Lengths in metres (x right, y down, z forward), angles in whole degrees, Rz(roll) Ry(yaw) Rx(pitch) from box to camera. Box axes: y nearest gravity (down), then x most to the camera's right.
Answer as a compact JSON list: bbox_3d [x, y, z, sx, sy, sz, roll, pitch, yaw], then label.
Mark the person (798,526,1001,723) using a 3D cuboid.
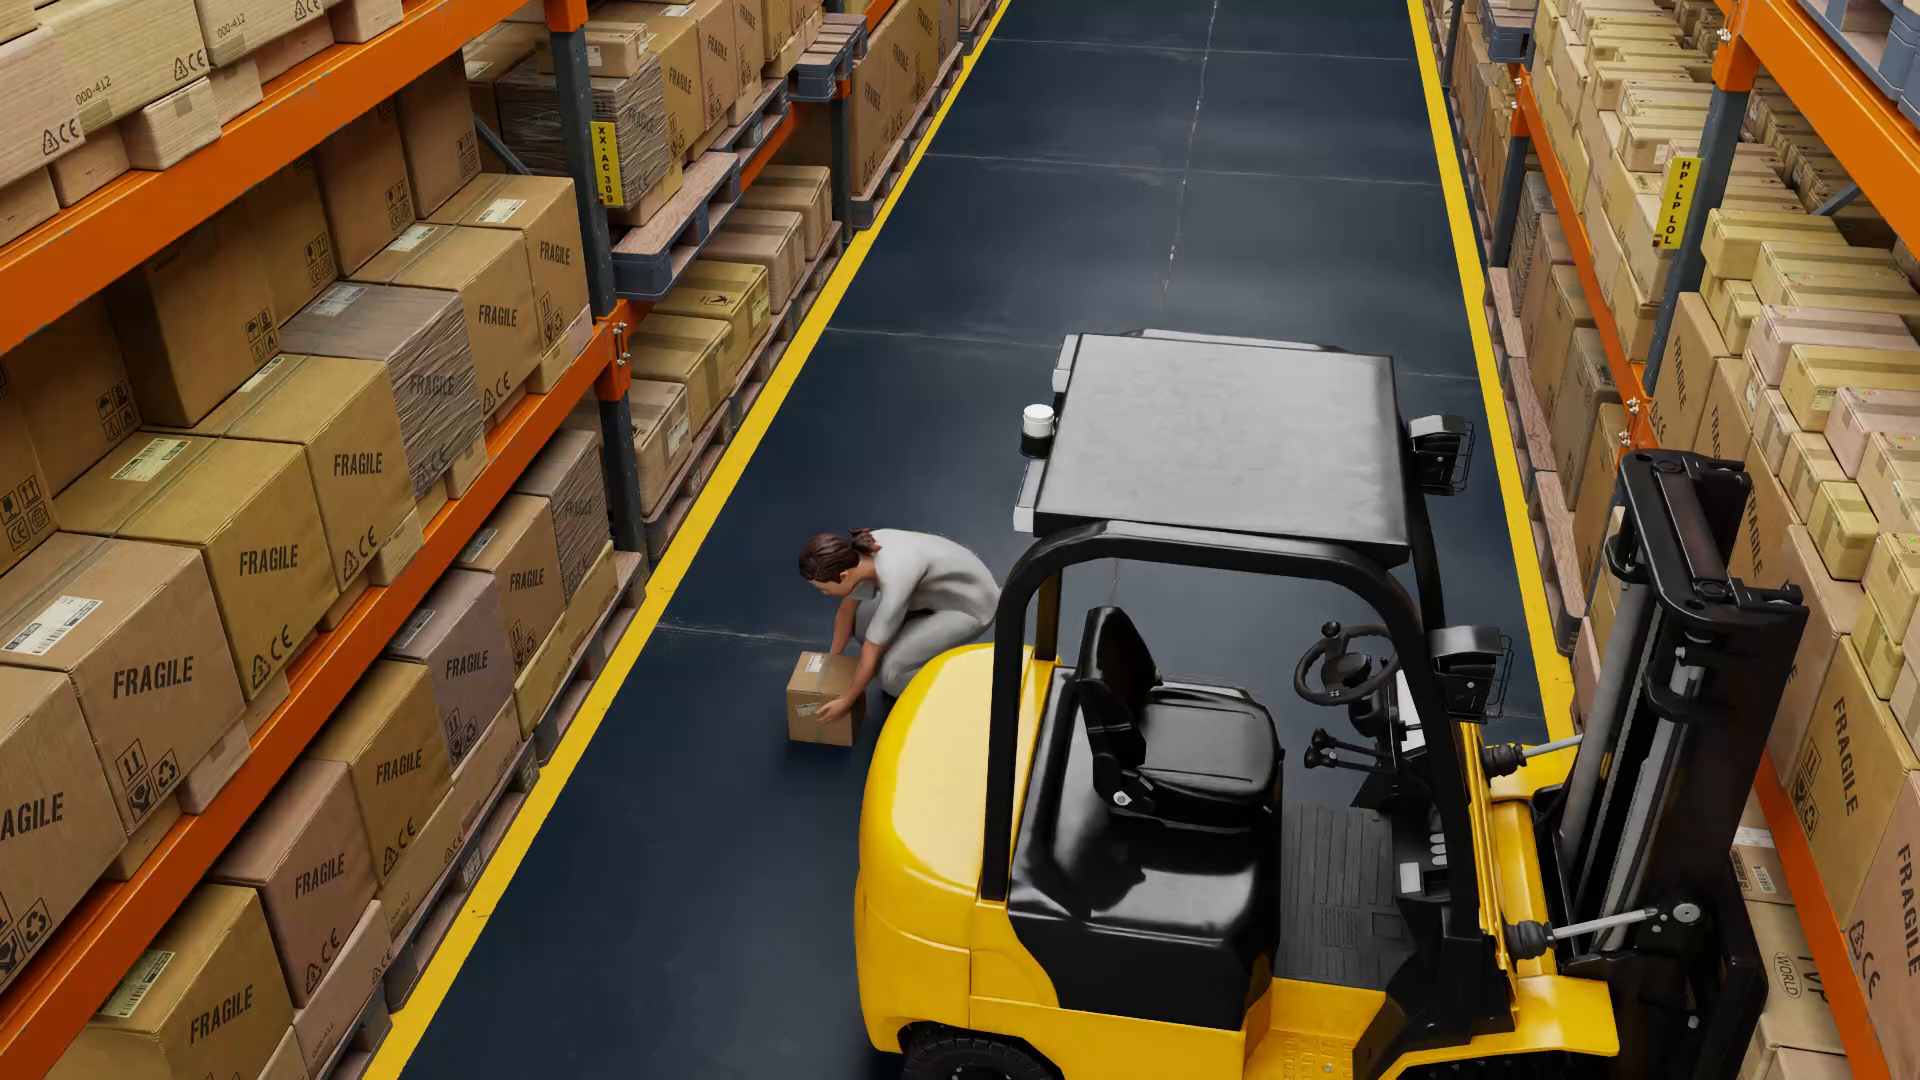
[{"bbox_3d":[-0.224,0.308,6.385,0.795,0.895,0.479,-11,34,-16],"label":"person"}]
